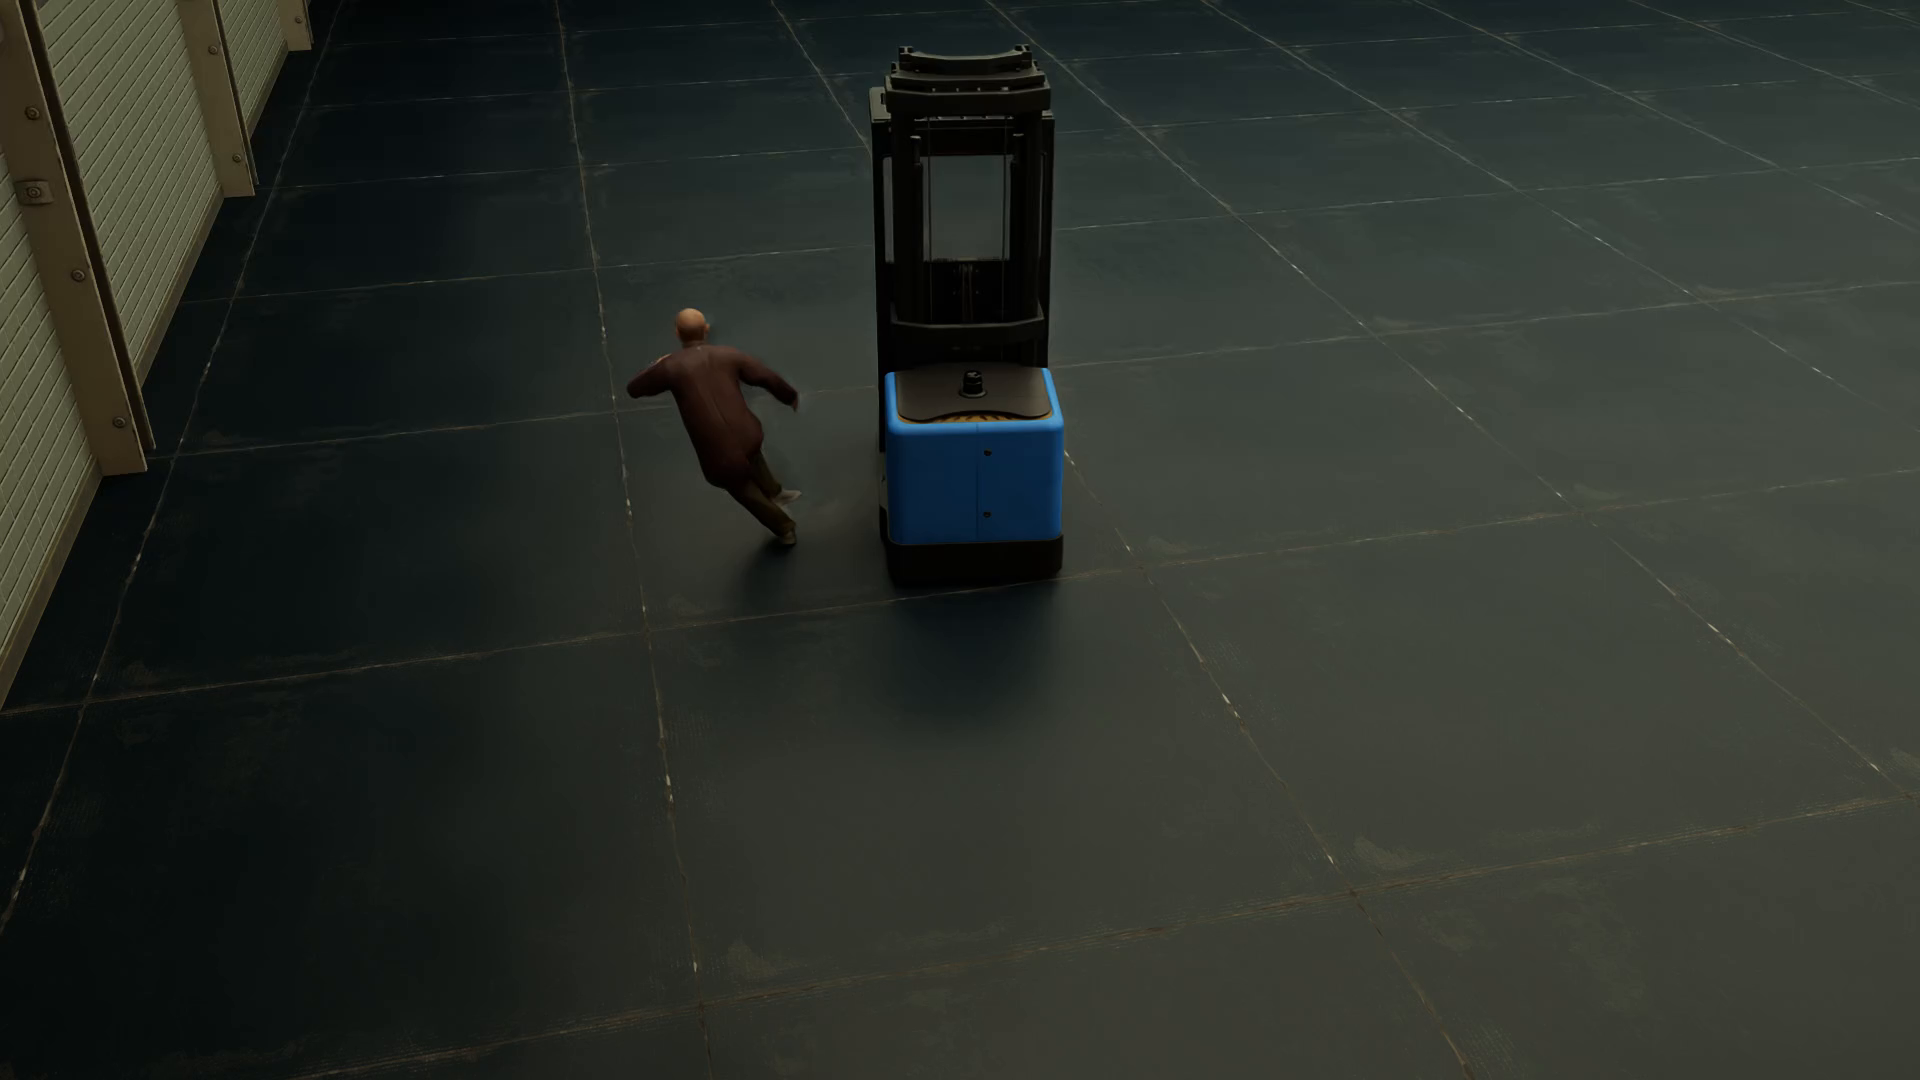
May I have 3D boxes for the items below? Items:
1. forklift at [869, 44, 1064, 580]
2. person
[{"bbox_3d":[0.000,-1.739,10.578,1.130,2.935,3.031,-2,30,-3],"label":"forklift"},{"bbox_3d":[-1.470,-0.709,10.202,1.018,1.535,0.918,-17,34,-27],"label":"person"}]
